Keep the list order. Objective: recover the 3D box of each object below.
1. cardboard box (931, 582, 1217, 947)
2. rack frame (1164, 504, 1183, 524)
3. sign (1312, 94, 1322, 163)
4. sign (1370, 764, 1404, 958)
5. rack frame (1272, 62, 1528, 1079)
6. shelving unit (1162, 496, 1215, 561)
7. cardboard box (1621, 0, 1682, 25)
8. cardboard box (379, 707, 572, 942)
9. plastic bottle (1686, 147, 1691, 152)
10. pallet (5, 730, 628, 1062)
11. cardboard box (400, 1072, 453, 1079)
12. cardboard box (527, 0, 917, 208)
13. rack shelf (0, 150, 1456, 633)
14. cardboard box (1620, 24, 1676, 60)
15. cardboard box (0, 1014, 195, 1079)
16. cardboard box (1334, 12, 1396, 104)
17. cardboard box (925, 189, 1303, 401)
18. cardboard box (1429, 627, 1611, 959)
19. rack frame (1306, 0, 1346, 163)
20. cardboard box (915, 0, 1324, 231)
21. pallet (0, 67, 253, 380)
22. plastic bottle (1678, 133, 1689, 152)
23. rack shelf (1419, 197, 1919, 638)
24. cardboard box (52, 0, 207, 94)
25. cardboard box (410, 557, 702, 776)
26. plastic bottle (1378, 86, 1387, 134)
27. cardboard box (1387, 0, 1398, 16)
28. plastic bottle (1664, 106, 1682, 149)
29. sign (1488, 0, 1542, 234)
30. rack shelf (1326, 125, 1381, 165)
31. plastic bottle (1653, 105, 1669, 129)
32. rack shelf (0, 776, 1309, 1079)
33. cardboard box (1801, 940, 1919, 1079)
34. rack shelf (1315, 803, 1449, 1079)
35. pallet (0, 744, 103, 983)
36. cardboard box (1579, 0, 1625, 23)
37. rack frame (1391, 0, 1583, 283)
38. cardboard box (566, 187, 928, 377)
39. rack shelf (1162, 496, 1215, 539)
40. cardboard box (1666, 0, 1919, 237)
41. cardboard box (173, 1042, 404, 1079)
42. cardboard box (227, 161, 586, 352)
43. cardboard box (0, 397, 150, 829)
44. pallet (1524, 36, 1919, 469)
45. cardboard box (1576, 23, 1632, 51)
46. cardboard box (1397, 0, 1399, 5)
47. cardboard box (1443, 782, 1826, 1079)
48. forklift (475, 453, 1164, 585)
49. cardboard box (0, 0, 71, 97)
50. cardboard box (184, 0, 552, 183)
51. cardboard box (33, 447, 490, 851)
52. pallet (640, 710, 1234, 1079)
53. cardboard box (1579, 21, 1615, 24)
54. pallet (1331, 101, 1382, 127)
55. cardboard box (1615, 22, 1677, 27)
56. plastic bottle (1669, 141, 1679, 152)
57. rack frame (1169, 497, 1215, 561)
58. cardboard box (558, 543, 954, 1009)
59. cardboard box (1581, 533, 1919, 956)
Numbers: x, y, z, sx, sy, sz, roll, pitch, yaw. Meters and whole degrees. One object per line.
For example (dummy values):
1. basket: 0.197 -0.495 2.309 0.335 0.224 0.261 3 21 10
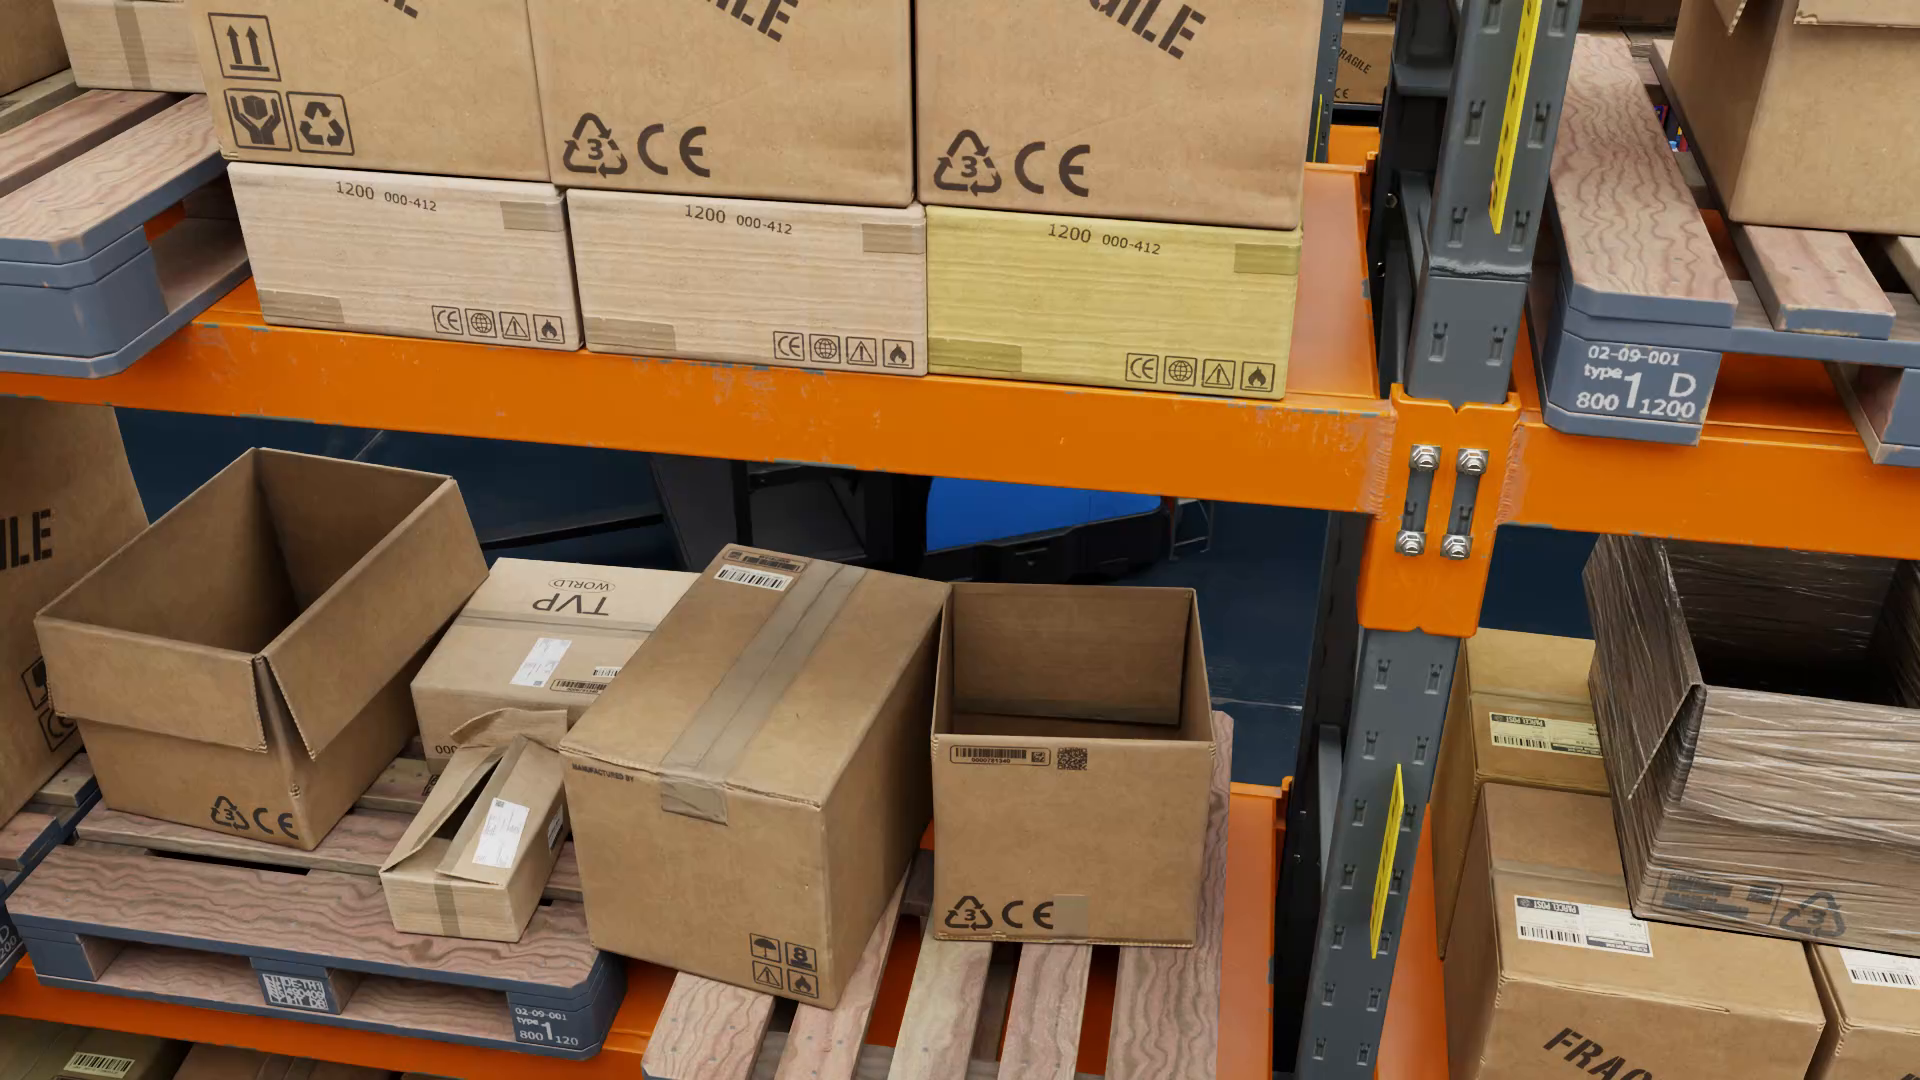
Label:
1. cardboard box: 0.209 0.429 3.248 0.500 0.500 0.500 1 32 2
2. rack frame: 0.891 -0.498 7.049 0.200 1.050 0.008 -13 35 -20
3. sign: 1.496 -1.695 6.977 0.005 0.325 0.100 5 32 8
4. sign: 0.666 0.504 2.601 0.005 0.325 0.100 5 32 8
5. rack frame: 0.748 0.676 3.342 0.127 3.000 1.000 5 32 8
6. shelving unit: 0.940 -0.437 6.955 0.215 1.050 0.252 -13 35 -20
7. cardboard box: 4.940 -3.852 11.811 0.500 0.250 0.500 5 32 8
8. cardboard box: -0.941 0.548 3.279 0.258 0.266 0.396 4 32 7
9. plastic bottle: 3.085 -1.530 6.977 0.133 0.283 0.061 5 32 8
10. pallet: -1.210 0.602 3.641 1.213 0.211 1.003 5 32 8
11. cardboard box: -1.025 1.410 4.111 0.500 0.500 0.700 8 33 12
12. cardboard box: -0.271 -0.801 2.310 0.500 0.500 0.500 5 32 8
13. rack shelf: -1.223 -0.469 3.022 4.000 0.370 1.077 5 32 8
14. cardboard box: 4.847 -3.262 11.575 0.500 0.500 0.500 6 32 9
15. cardboard box: -2.126 1.311 4.270 0.500 0.500 0.700 5 32 8
16. cardboard box: 2.819 -3.441 11.862 0.500 0.500 0.500 7 33 10
17. cardboard box: 0.238 -0.446 2.449 0.500 0.250 0.500 5 32 8
18. cardboard box: 1.276 0.549 3.452 0.500 0.500 0.500 6 33 10
19. rack frame: 1.582 -1.914 7.481 0.127 3.000 1.000 5 32 8
20. cardboard box: 0.236 -0.761 2.246 0.500 0.500 0.500 6 33 9
21. pallet: -1.581 -0.671 2.844 1.003 0.211 1.213 5 32 8
22. plastic bottle: 3.337 -1.858 7.501 0.133 0.283 0.061 5 32 8
23. rack shelf: 2.720 -0.112 2.452 4.000 0.370 1.077 5 32 8
24. cardboard box: -1.330 -0.916 2.883 0.250 0.166 0.380 4 32 7
25. cardboard box: -0.865 0.292 3.702 0.500 0.250 0.500 4 32 7
26. plastic bottle: 2.052 -2.052 7.810 0.133 0.283 0.061 5 32 8
27. cardboard box: 3.380 -3.670 12.228 0.500 0.500 0.500 6 33 10
28. plastic bottle: 3.329 -1.942 7.572 0.185 0.351 0.144 5 32 8
29. sign: 0.655 -0.531 1.956 0.005 0.325 0.100 5 32 8
30. rack shelf: 3.553 -1.430 7.386 4.000 0.370 1.077 5 32 8
31. plastic bottle: 3.179 -1.949 7.647 0.133 0.283 0.061 5 32 8
32. rack shelf: -1.223 0.803 3.818 4.000 0.370 1.077 5 32 8
33. cardboard box: 1.690 0.865 2.947 0.500 0.500 0.500 4 32 7
34. rack shelf: 2.720 1.160 3.248 4.000 0.370 1.077 5 32 8
35. pallet: -2.466 0.545 3.733 1.213 0.211 1.003 5 32 8
36. cardboard box: 4.445 -3.896 11.882 0.500 0.250 0.500 5 32 7
37. rack frame: 0.748 -1.866 1.750 0.127 3.000 1.000 5 32 8
38. cardboard box: -0.253 -0.483 2.508 0.500 0.250 0.500 5 32 8
39. rack shelf: 0.938 -0.194 7.111 0.215 0.259 0.240 -13 35 -20
40. cardboard box: 1.362 -0.800 2.381 0.637 0.503 0.797 7 33 11
41. cardboard box: -1.575 1.361 4.190 0.500 0.500 0.700 3 32 4
42. cardboard box: -0.748 -0.529 2.582 0.500 0.250 0.500 6 33 10
43. cardboard box: -2.435 0.031 3.412 1.000 1.000 1.000 5 32 9
44. pallet: 1.392 -0.485 2.549 1.003 0.211 1.213 7 33 10
45. cardboard box: 4.345 -3.306 11.646 0.500 0.500 0.500 4 32 7
46. cardboard box: 3.436 -3.986 12.025 0.500 0.250 0.500 6 33 10
47. cardboard box: 1.182 0.820 3.019 0.500 0.500 0.500 6 33 10
48. forklift: -0.724 -1.113 6.266 3.031 2.935 1.130 -10 33 -16
49. cardboard box: -1.819 -0.996 2.694 0.637 0.503 0.797 6 33 10
50. cardboard box: -0.757 -0.853 2.394 0.500 0.500 0.500 6 32 9
51. cardboard box: -1.470 0.204 3.604 0.637 0.503 0.797 8 33 13
52. pallet: 0.028 0.750 3.406 1.003 0.211 1.213 5 32 8
53. cardboard box: 4.408 -3.580 12.084 0.500 0.500 0.500 4 32 6
54. pallet: 3.148 -3.236 12.221 1.213 0.211 1.003 5 32 8
55. cardboard box: 4.907 -3.535 12.012 0.500 0.500 0.500 6 32 9
56. plastic bottle: 2.974 -1.545 7.012 0.097 0.271 0.097 0 32 0
57. rack frame: 0.988 -0.376 6.861 0.200 1.050 0.008 -13 35 -20
58. cardboard box: -0.358 0.431 3.244 0.500 0.500 0.700 10 33 15
59. cardboard box: 1.466 0.283 2.932 0.637 0.503 0.797 6 33 10
